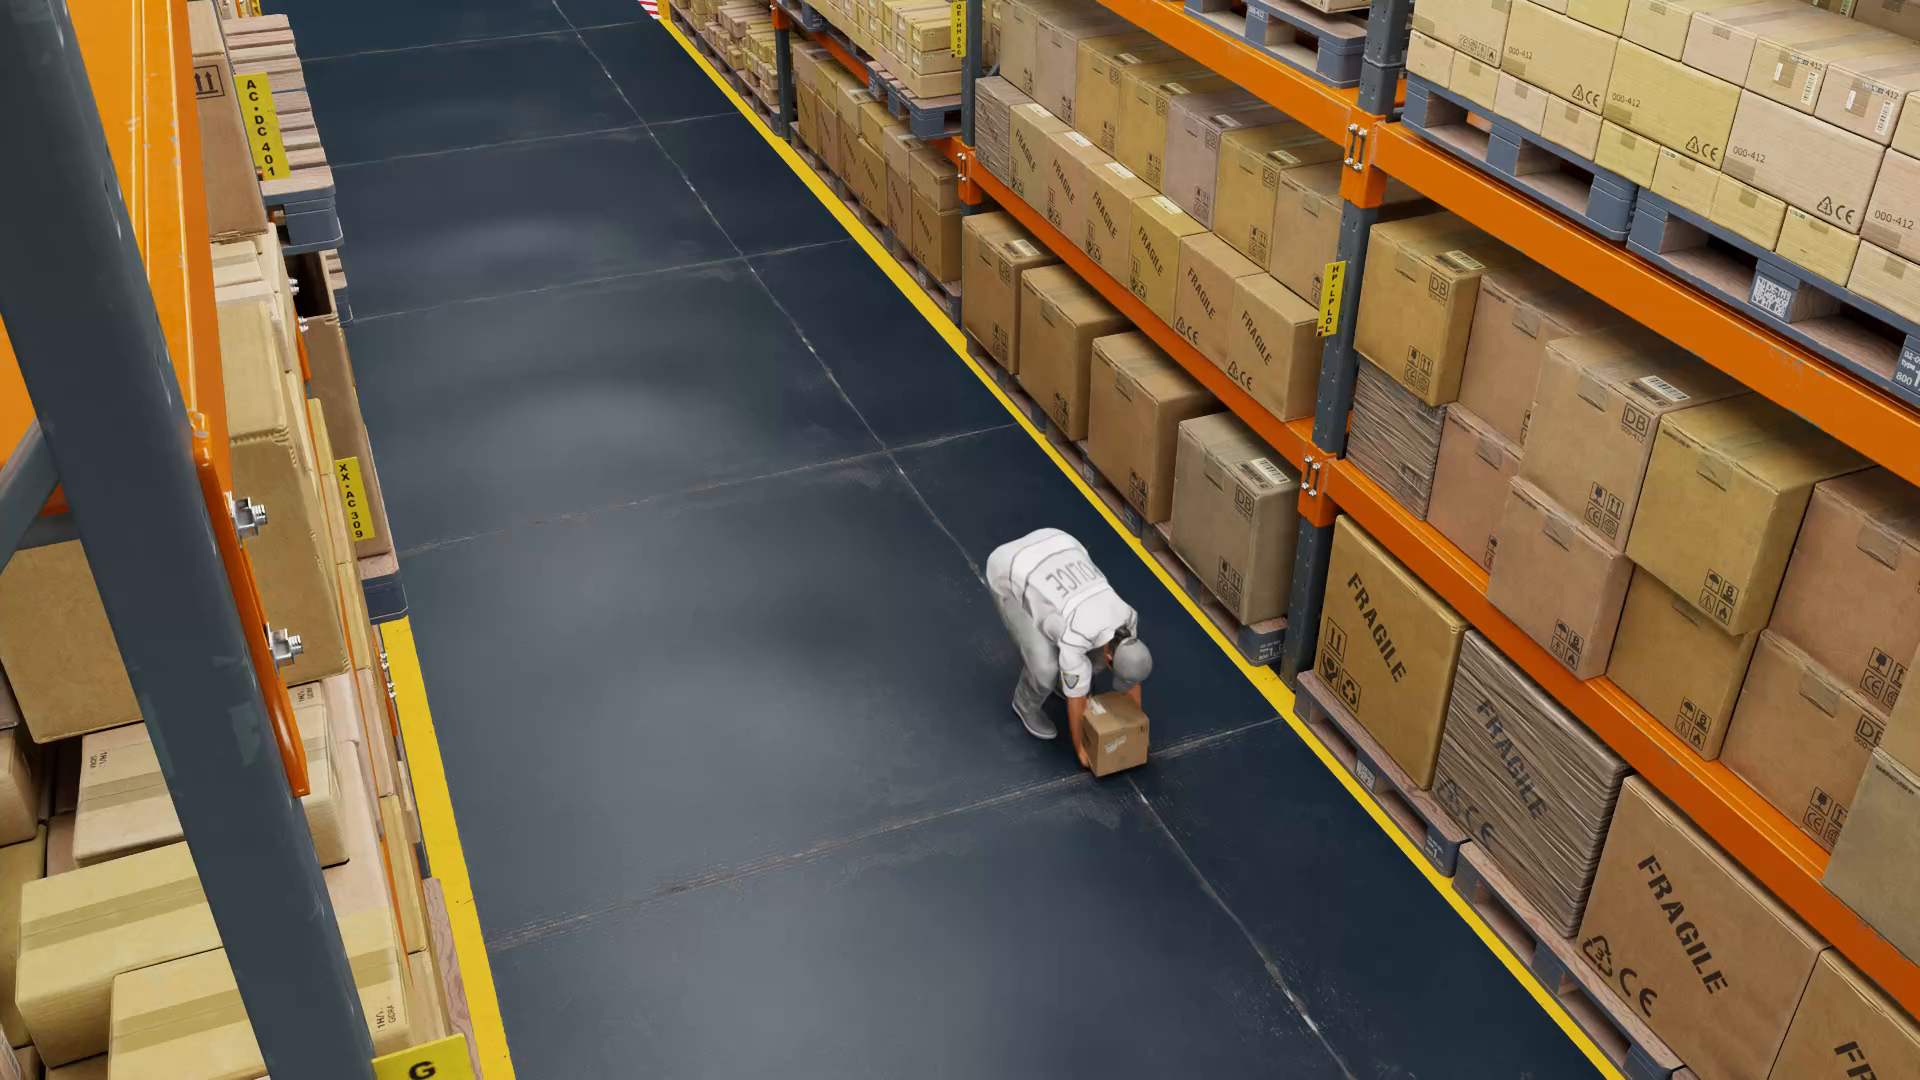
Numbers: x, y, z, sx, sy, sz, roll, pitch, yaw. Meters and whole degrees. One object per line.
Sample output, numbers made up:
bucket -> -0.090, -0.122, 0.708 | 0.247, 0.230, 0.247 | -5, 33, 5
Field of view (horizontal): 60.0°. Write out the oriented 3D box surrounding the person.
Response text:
person -> 0.510, 0.483, 7.487 | 0.500, 0.900, 0.936 | -22, 39, -29
